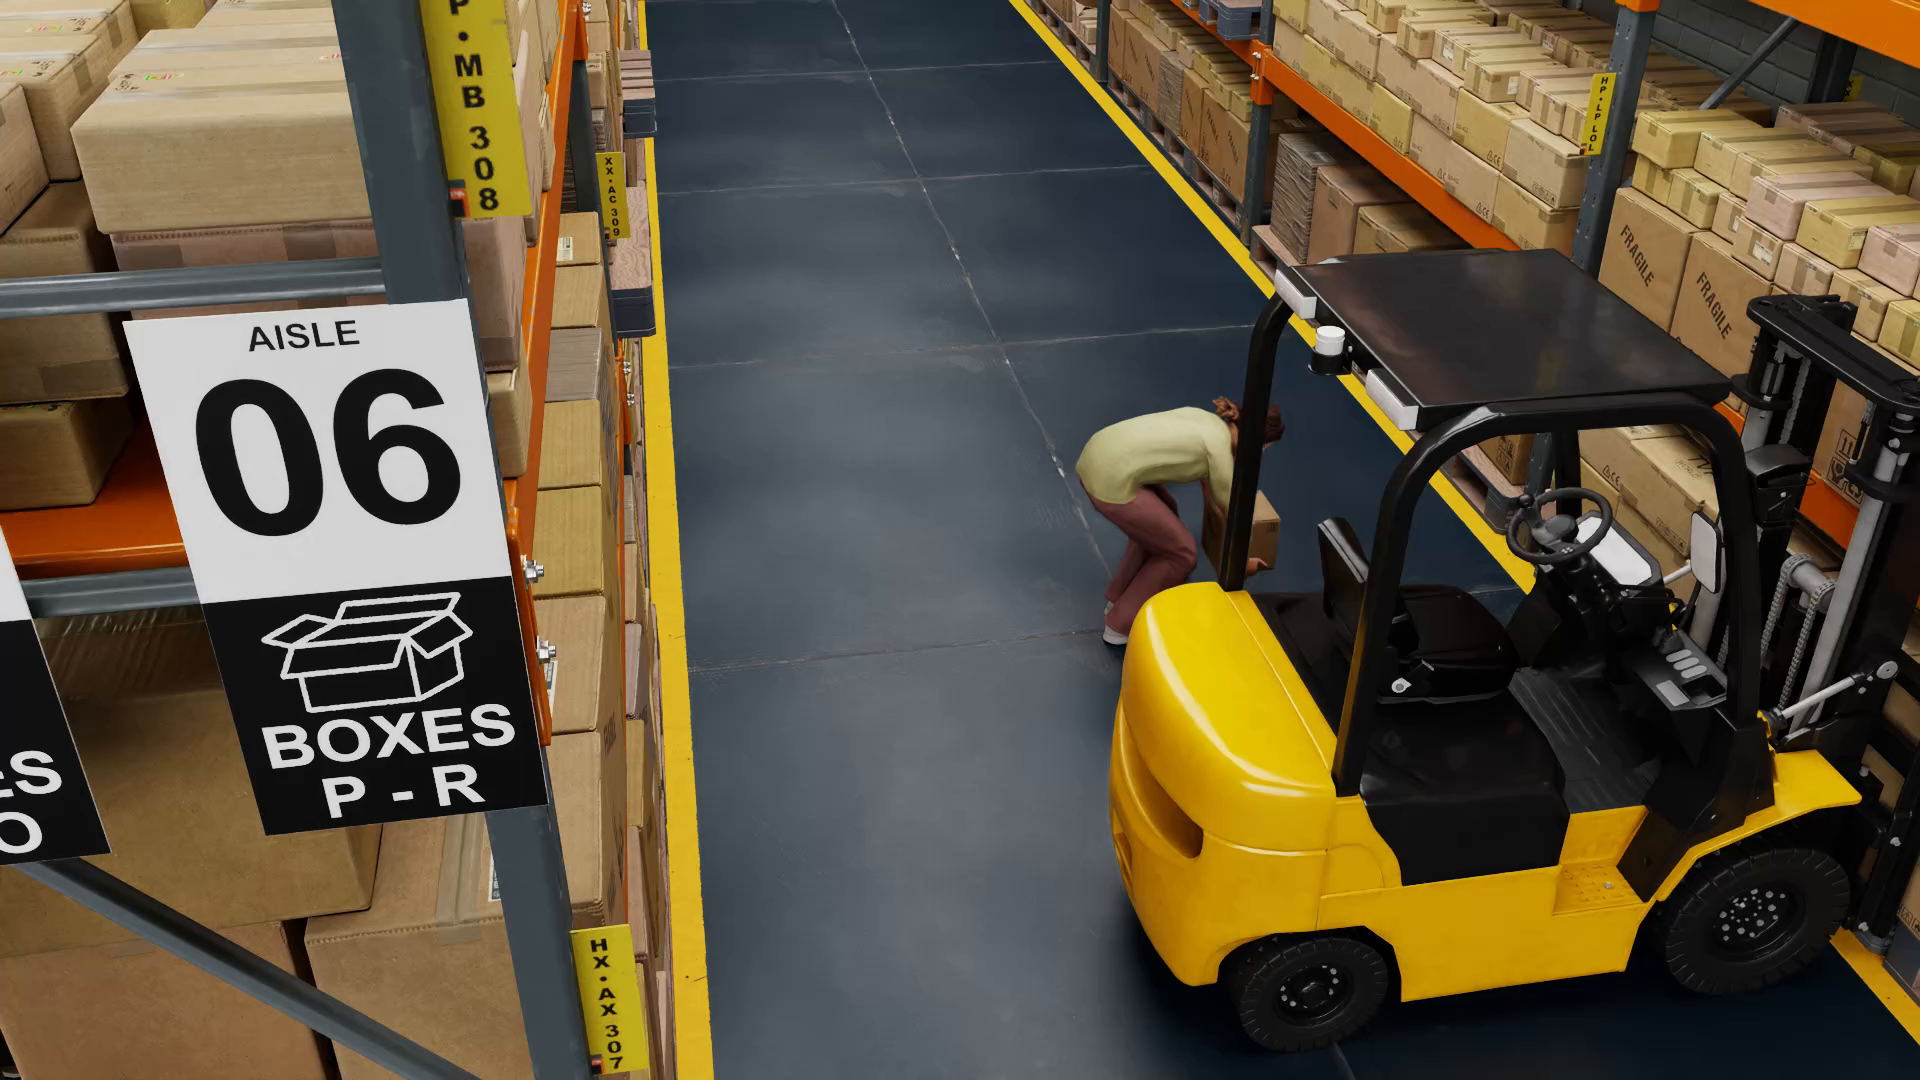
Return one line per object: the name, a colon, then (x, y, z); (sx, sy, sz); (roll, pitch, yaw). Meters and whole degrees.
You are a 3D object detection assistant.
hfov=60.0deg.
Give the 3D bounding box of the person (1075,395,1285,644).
person: (0.907, -0.082, 6.930); (0.868, 1.000, 0.454); (-7, 31, -11)
